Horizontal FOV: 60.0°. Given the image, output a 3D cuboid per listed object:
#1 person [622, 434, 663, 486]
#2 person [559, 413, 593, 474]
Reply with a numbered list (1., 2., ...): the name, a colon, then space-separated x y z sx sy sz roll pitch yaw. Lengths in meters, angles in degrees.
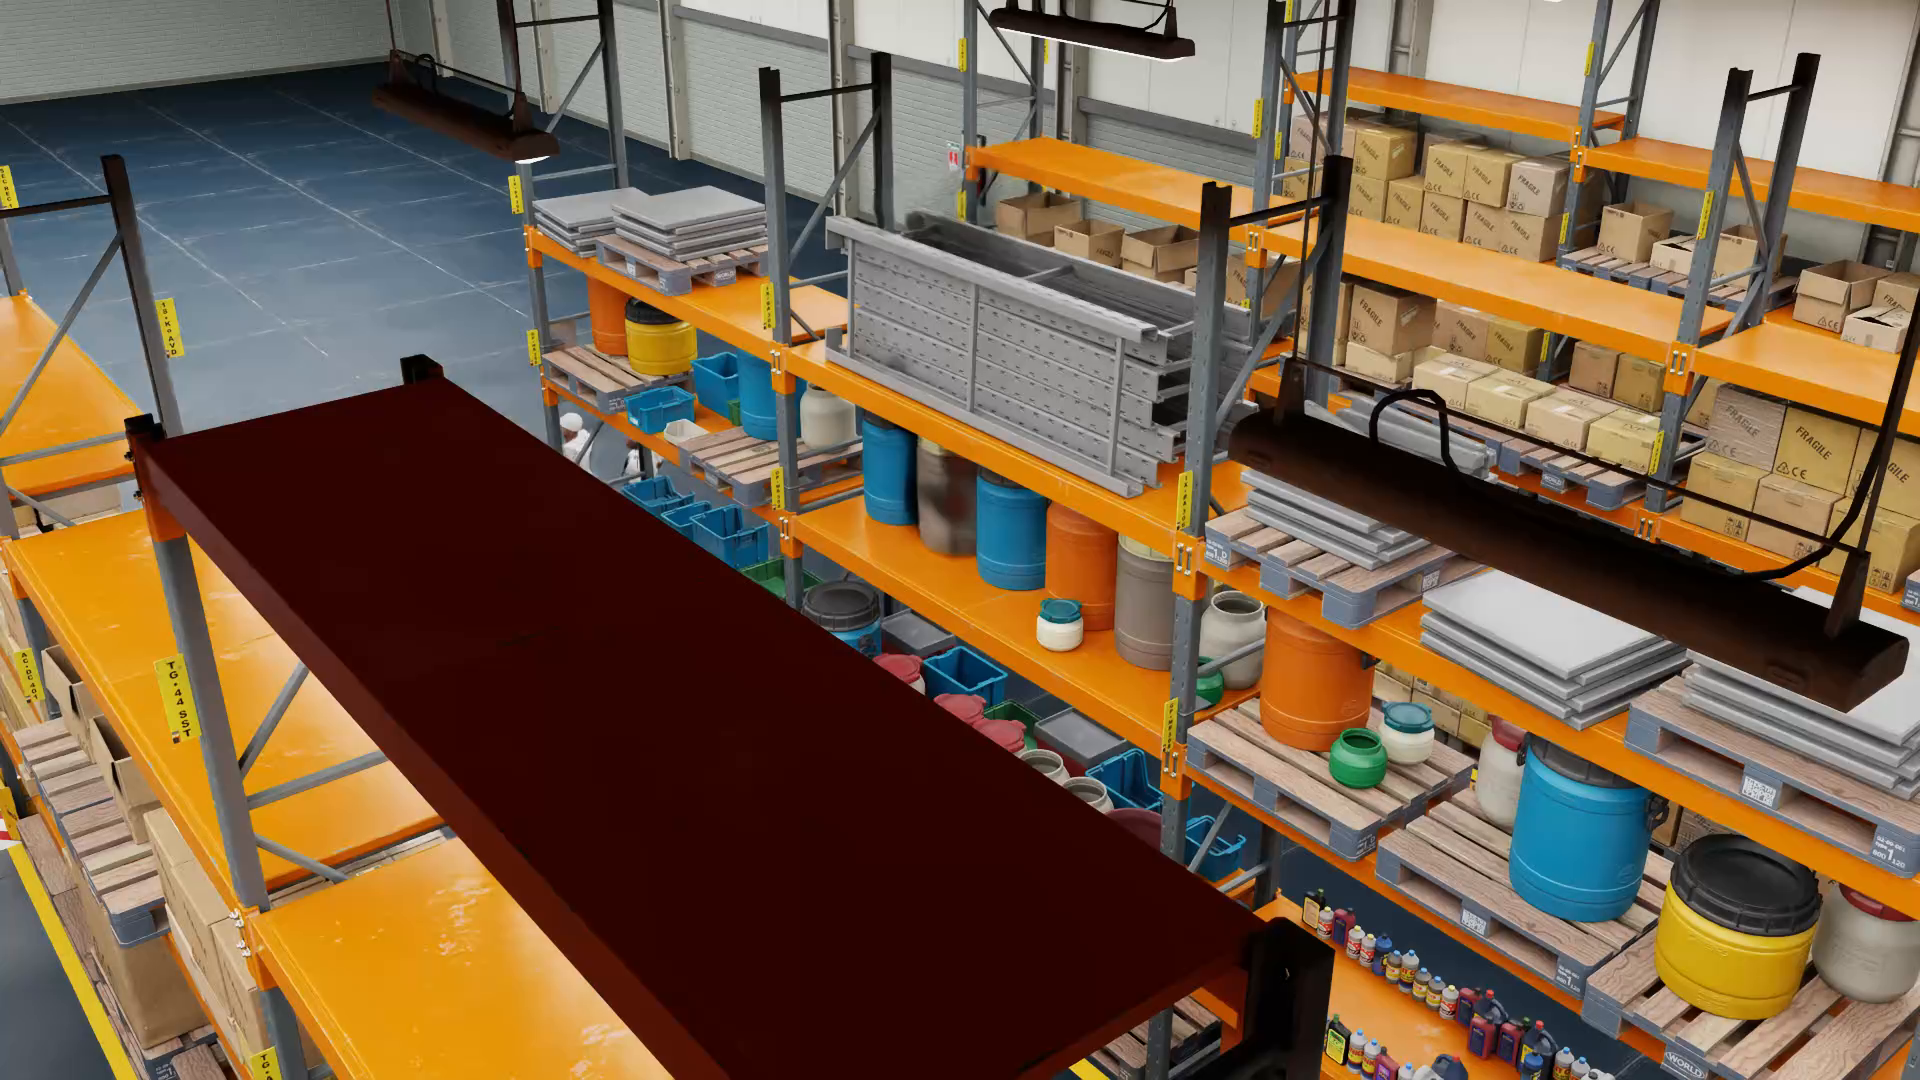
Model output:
1. person: -3.255 -0.443 17.339 0.603 1.654 0.607 7 27 14
2. person: -4.107 -0.565 17.471 0.524 1.722 0.744 4 26 9
